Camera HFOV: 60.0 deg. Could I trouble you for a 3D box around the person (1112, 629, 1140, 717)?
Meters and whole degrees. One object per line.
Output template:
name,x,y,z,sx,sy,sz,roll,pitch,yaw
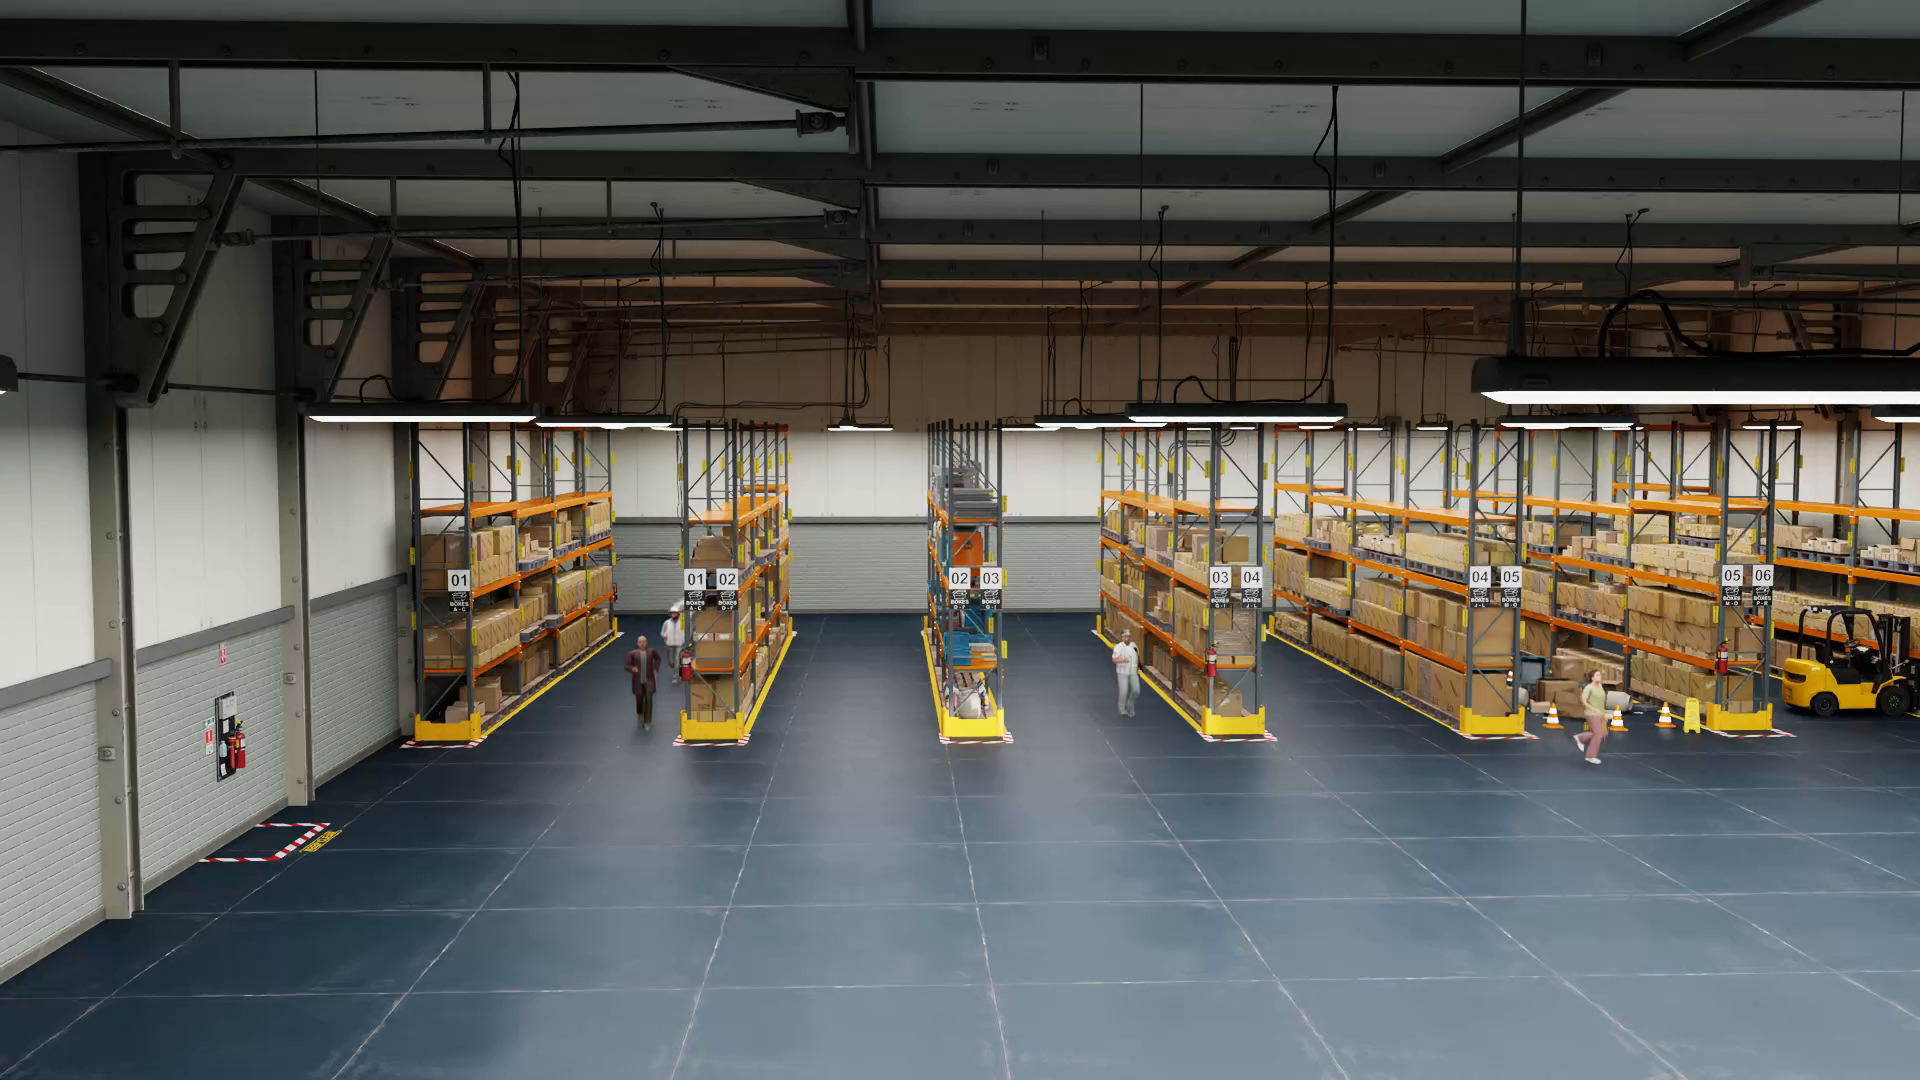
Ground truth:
person,3.401,2.704,33.578,0.643,1.805,0.676,-1,4,-14

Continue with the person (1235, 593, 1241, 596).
person,7.734,1.904,46.708,0.646,1.650,0.867,0,4,8

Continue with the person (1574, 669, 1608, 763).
person,11.014,3.055,29.025,0.586,1.640,0.623,-3,5,-36

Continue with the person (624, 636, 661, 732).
person,-6.153,2.757,32.257,0.707,1.798,1.049,-1,4,-13

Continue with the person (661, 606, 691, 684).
person,-6.538,2.399,38.237,0.676,1.741,0.971,0,4,-3
